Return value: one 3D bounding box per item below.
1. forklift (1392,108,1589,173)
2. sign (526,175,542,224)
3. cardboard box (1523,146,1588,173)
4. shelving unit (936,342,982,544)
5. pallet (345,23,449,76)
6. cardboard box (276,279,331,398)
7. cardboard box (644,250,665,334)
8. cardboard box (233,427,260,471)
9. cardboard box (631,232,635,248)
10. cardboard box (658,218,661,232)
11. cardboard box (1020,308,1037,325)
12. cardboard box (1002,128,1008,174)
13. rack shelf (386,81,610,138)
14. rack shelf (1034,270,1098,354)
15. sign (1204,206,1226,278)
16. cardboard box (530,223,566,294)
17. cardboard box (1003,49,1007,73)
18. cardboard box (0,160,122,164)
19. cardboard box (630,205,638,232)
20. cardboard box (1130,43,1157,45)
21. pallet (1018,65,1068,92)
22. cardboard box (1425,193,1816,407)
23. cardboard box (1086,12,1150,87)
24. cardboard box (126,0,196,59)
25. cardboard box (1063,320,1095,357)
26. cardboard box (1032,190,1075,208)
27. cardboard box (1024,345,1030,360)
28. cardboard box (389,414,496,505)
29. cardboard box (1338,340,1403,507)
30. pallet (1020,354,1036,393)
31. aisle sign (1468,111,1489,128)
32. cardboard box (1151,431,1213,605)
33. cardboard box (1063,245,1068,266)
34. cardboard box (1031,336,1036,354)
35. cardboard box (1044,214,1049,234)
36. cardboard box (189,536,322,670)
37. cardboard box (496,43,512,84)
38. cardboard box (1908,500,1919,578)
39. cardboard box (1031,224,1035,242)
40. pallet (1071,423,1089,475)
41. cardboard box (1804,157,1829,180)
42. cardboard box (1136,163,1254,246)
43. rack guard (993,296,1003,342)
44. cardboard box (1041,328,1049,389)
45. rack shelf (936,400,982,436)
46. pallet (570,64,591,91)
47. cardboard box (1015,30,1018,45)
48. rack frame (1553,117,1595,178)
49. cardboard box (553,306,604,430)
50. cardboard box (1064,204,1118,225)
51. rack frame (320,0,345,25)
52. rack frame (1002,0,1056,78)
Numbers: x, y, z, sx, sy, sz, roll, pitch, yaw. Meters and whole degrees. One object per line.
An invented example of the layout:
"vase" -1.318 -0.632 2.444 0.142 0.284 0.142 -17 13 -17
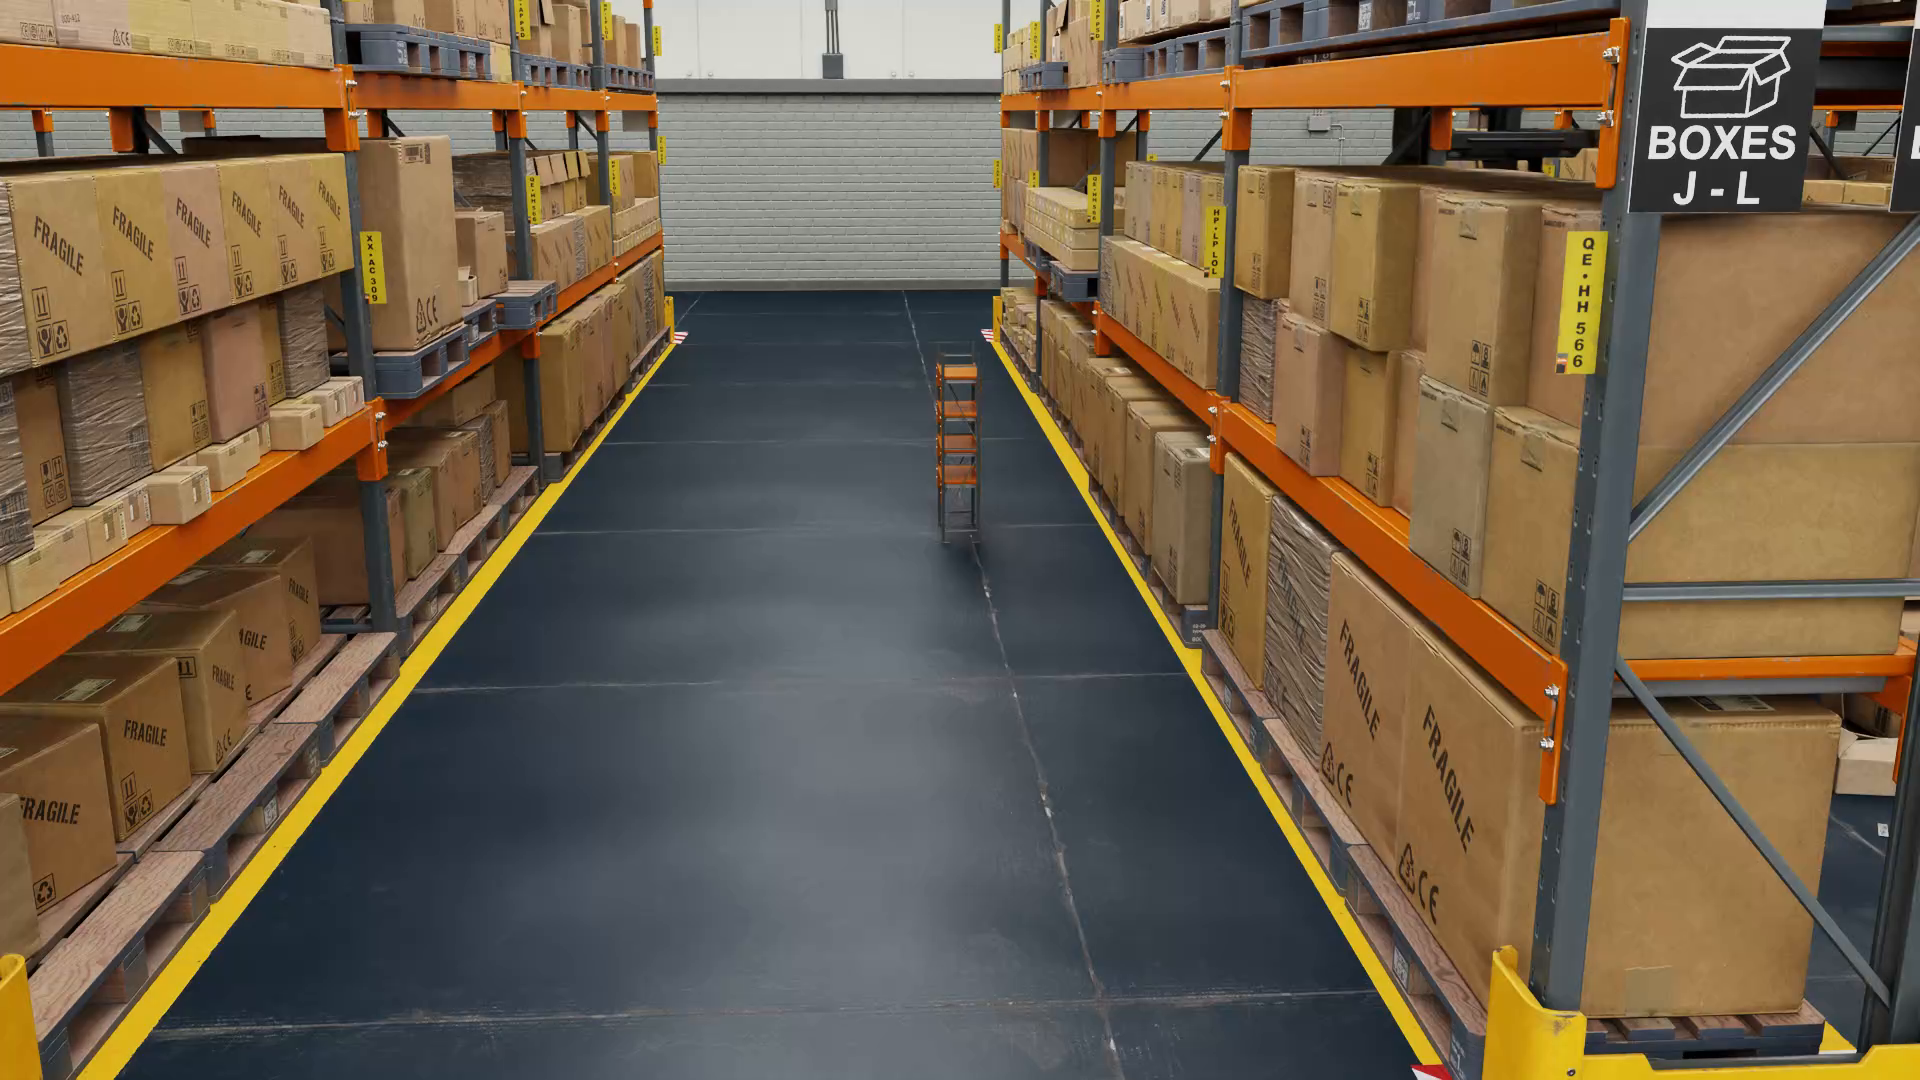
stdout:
"forklift" 3.738 -1.905 12.048 1.130 2.935 3.031 -2 15 -8
"sign" -2.938 -2.344 11.453 0.100 0.325 0.005 -1 14 -3
"cardboard box" 5.859 -3.605 16.309 0.500 0.500 0.500 -1 14 -4
"shelving unit" -0.010 -0.622 10.537 0.258 1.200 0.503 -1 14 -3
"pallet" -3.163 -2.333 7.932 1.213 0.211 1.003 -1 14 -3
"cardboard box" -3.265 -0.896 7.191 0.875 0.500 0.500 -1 14 -3
"cardboard box" -3.855 -2.817 18.877 0.875 0.875 0.875 -1 14 -3
"cardboard box" -2.896 -0.334 6.309 0.380 0.149 0.250 -1 14 -3
"cardboard box" -3.480 -3.023 16.759 0.380 0.149 0.250 -1 14 -4
"cardboard box" -3.624 -3.596 18.985 0.380 0.149 0.250 -1 14 -2
"cardboard box" 0.823 -2.309 17.166 0.380 0.149 0.250 -2 15 -6
"cardboard box" 0.745 -4.413 18.854 0.500 0.500 0.500 -1 14 -4
"rack shelf" -3.603 -3.413 13.195 1.077 0.370 4.000 -1 14 -3
"rack shelf" 1.354 -2.012 13.769 1.077 0.370 4.000 -1 14 -3
"sign" 1.185 -1.379 7.703 0.100 0.325 0.005 -1 14 -3
"cardboard box" -3.272 -2.113 12.518 0.500 0.500 0.500 -1 14 -5
"cardboard box" 0.751 -5.359 18.612 0.500 0.250 0.500 -1 14 -3
"cardboard box" -3.394 -1.129 6.088 0.500 0.500 0.500 -1 14 -3
"cardboard box" -3.558 -3.251 16.845 0.500 0.250 0.500 -1 14 -2
"cardboard box" 1.339 -3.360 11.006 0.380 0.149 0.250 -1 15 -6
"pallet" 1.162 -4.064 14.659 1.213 0.211 1.003 -1 14 -3
"cardboard box" 1.863 -0.697 4.747 0.875 0.550 0.550 -1 14 -3
"cardboard box" 1.189 -3.502 11.896 0.500 0.500 0.500 -1 14 -3
"cardboard box" -2.857 -1.706 5.419 0.500 0.250 0.500 0 14 -2
"cardboard box" 1.116 -1.637 13.536 0.500 0.250 0.500 -1 14 -2
"cardboard box" 0.832 -2.989 14.591 0.380 0.149 0.250 -1 14 -3
"cardboard box" 0.852 -1.903 16.781 0.380 0.149 0.250 -1 14 -5
"cardboard box" -3.370 -0.510 10.621 0.700 0.500 0.500 -2 15 -8
"cardboard box" 1.866 -0.446 5.939 0.875 0.550 0.500 -1 14 -3
"pallet" 1.153 -1.673 16.607 1.003 0.211 1.213 -1 14 -3
"aisle sign" 6.221 -5.235 19.637 0.394 0.787 0.004 -1 14 -3
"cardboard box" 1.597 -0.135 8.702 1.050 0.750 0.750 -1 14 -4
"cardboard box" 0.975 -2.122 12.414 0.380 0.149 0.250 -1 14 -4
"cardboard box" 0.893 -1.898 16.163 0.380 0.149 0.250 -1 14 -2
"cardboard box" 0.894 -2.589 13.634 0.380 0.149 0.250 -1 14 -5
"cardboard box" -3.246 0.291 7.549 0.500 0.500 0.500 -1 14 -5
"cardboard box" -3.205 -3.077 10.746 0.500 0.250 0.500 -1 14 -3
"cardboard box" 4.885 -0.091 8.355 0.500 0.500 0.500 -1 14 -3
"cardboard box" 0.830 -2.703 14.673 0.380 0.149 0.250 -1 14 -3
"pallet" 1.431 -0.706 12.849 1.003 0.211 1.213 -1 14 -3
"cardboard box" 6.119 -2.621 12.487 0.500 0.500 0.500 -1 14 -5
"cardboard box" 1.528 -2.158 10.685 0.700 0.500 0.500 -1 14 -4
"rack guard" 0.987 -2.623 19.716 1.175 0.500 0.348 -1 14 -3
"cardboard box" 1.011 -1.662 15.141 0.500 0.500 0.500 0 14 -1
"rack shelf" -0.010 -0.774 10.498 0.258 0.148 0.480 -1 14 -3
"pallet" -3.621 -3.939 14.179 0.805 0.209 1.217 -1 15 -6
"cardboard box" 0.774 -5.261 17.432 0.380 0.149 0.250 0 14 -2
"rack frame" 6.164 -2.959 16.007 1.000 3.000 0.127 -1 14 -3
"cardboard box" -3.549 -1.379 13.289 1.225 0.875 0.875 -1 14 -3
"cardboard box" 0.977 -2.410 12.340 0.380 0.149 0.250 -1 14 -4
"rack frame" -3.231 -3.722 6.932 1.000 3.000 0.127 -1 14 -3
"rack frame" 0.982 -6.758 18.731 1.000 3.000 0.127 -1 14 -3
